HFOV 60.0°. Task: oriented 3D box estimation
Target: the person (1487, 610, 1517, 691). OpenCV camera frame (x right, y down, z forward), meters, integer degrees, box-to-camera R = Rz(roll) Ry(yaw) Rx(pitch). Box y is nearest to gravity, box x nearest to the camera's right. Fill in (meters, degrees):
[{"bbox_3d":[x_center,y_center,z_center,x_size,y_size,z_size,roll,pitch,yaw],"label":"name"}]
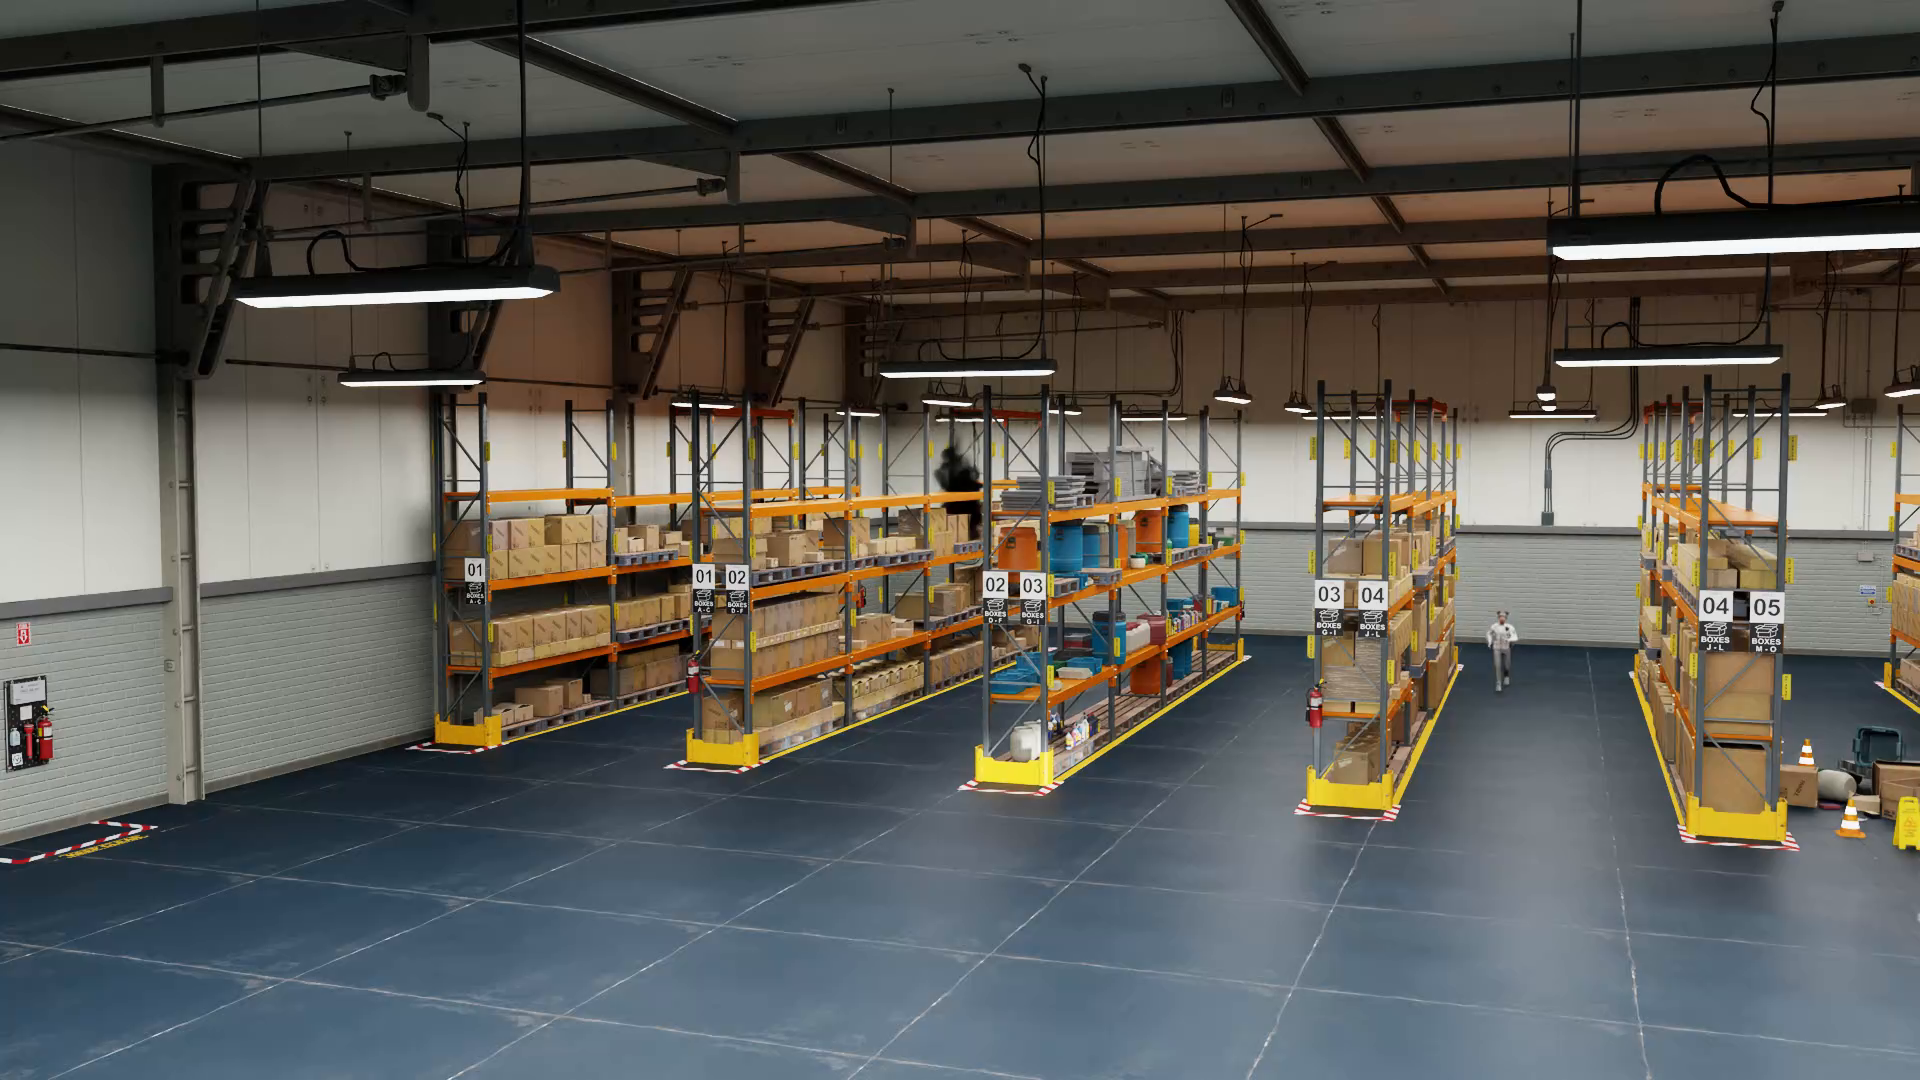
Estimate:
[{"bbox_3d":[11.356,2.296,34.861,0.623,1.671,0.896,1,3,21],"label":"person"}]
